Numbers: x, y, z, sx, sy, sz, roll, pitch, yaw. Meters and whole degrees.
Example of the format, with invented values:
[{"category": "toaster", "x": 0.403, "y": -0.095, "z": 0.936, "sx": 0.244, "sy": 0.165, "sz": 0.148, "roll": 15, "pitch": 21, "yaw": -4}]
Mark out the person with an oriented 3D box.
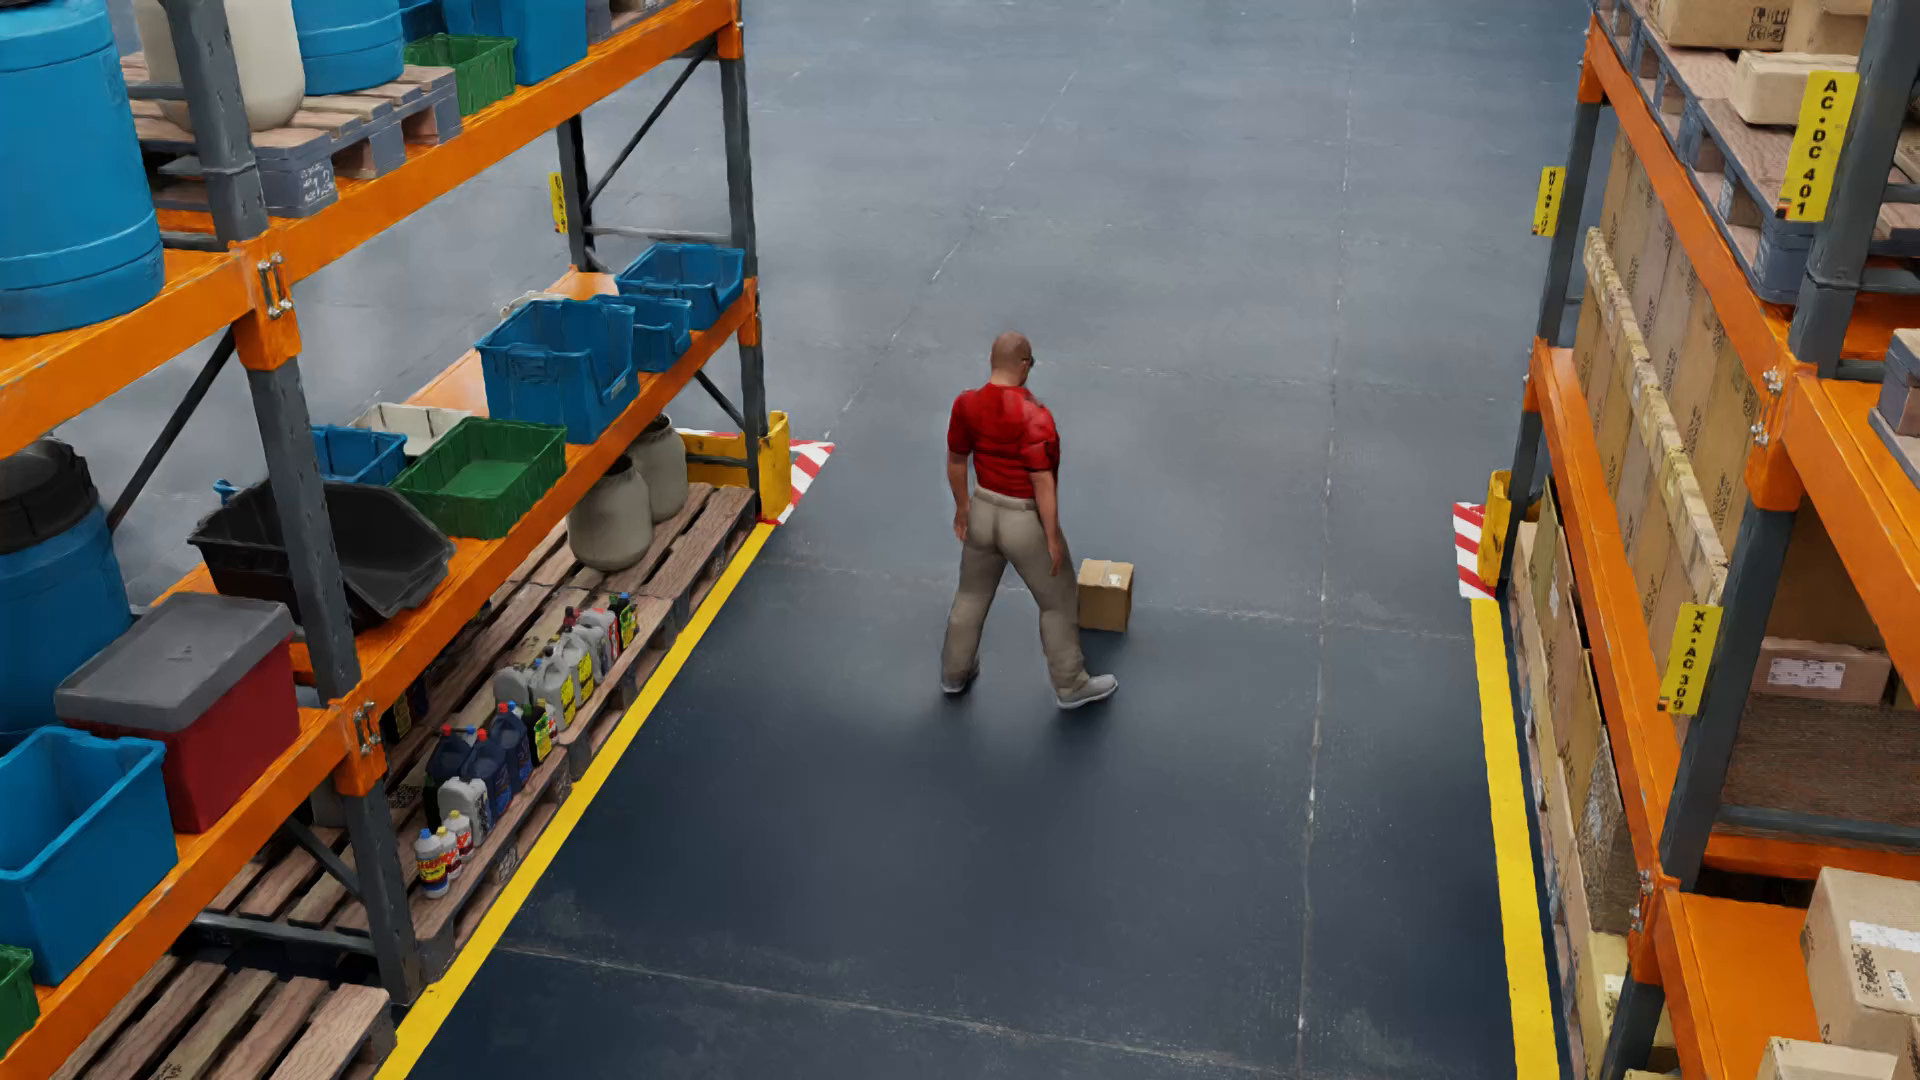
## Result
[{"category": "person", "x": 0.292, "y": -0.072, "z": 7.249, "sx": 0.744, "sy": 1.716, "sz": 0.542, "roll": 22, "pitch": 36, "yaw": 35}]
